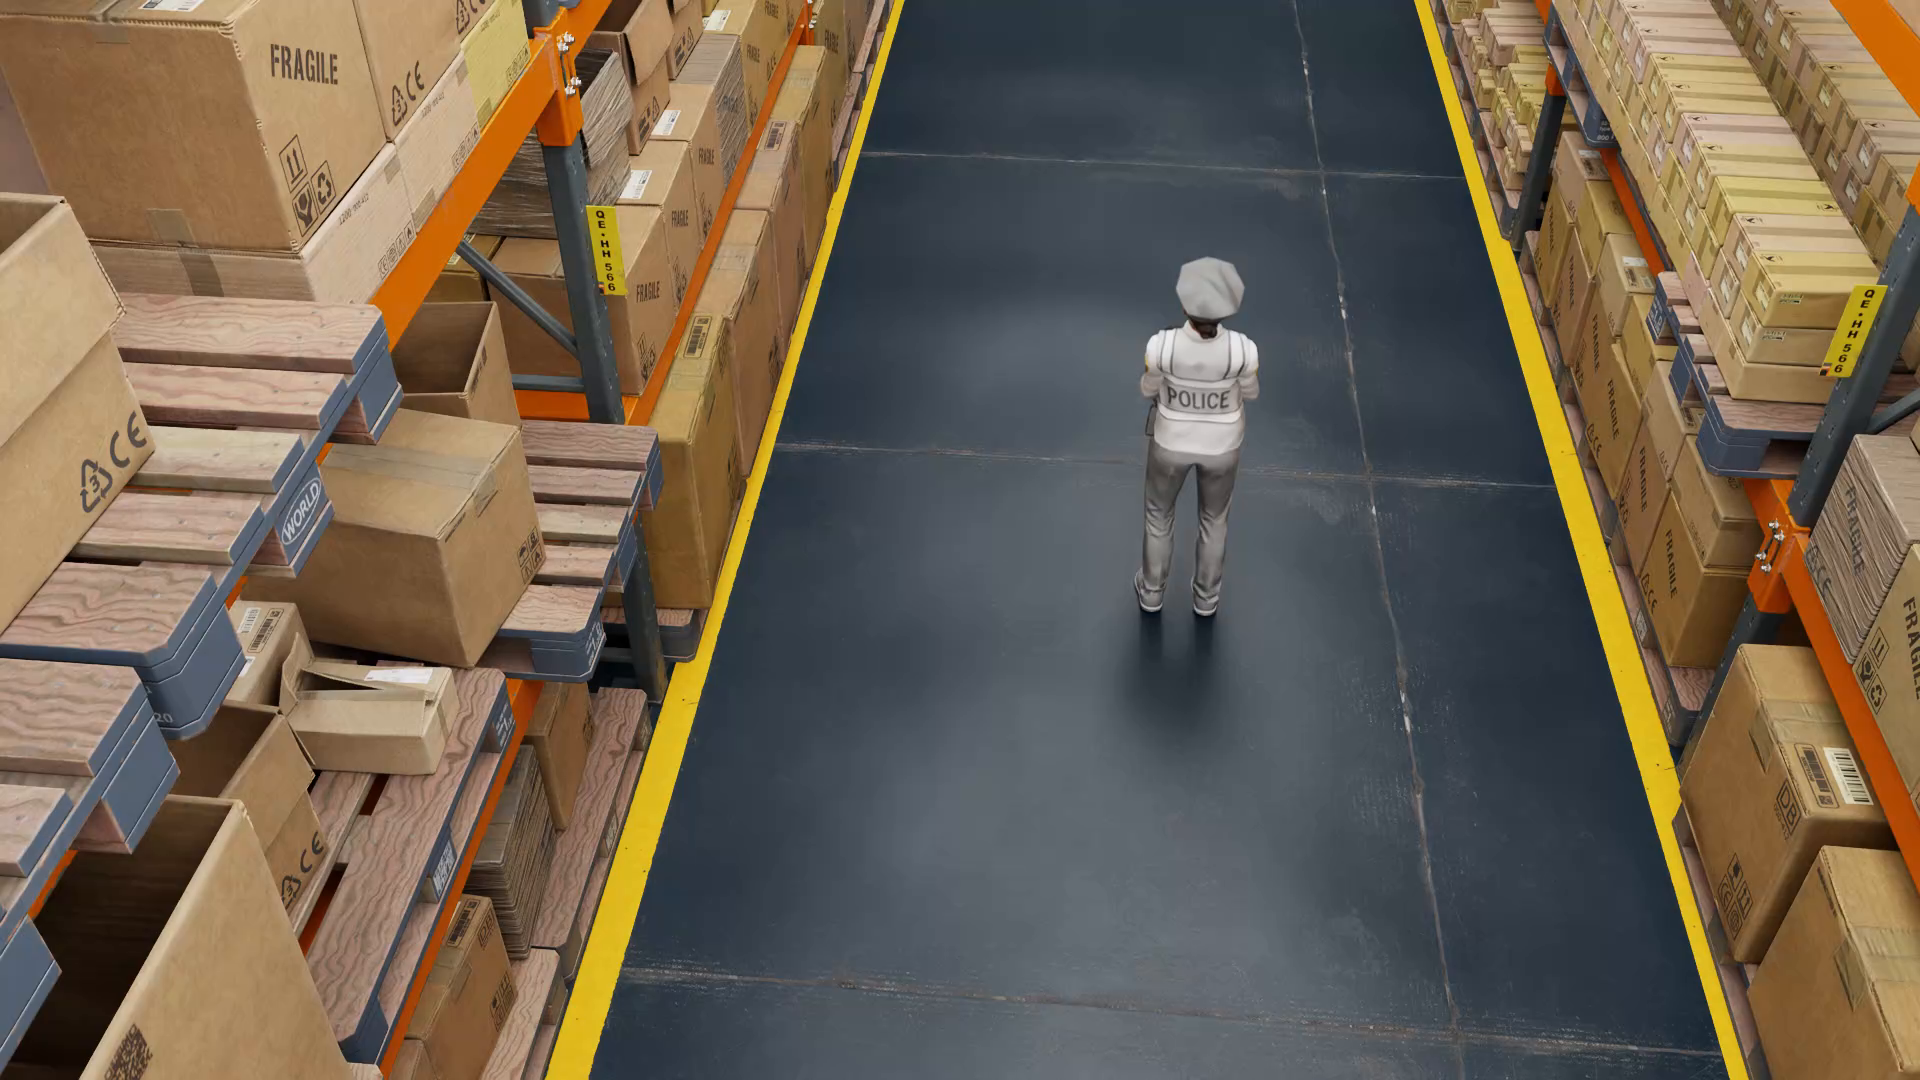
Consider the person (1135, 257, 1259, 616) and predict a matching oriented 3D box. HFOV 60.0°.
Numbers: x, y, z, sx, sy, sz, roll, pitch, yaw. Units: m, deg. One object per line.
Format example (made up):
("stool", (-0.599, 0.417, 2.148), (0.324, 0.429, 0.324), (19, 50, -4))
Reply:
("person", (0.935, -0.430, 6.644), (0.459, 1.686, 0.556), (4, 40, 4))
